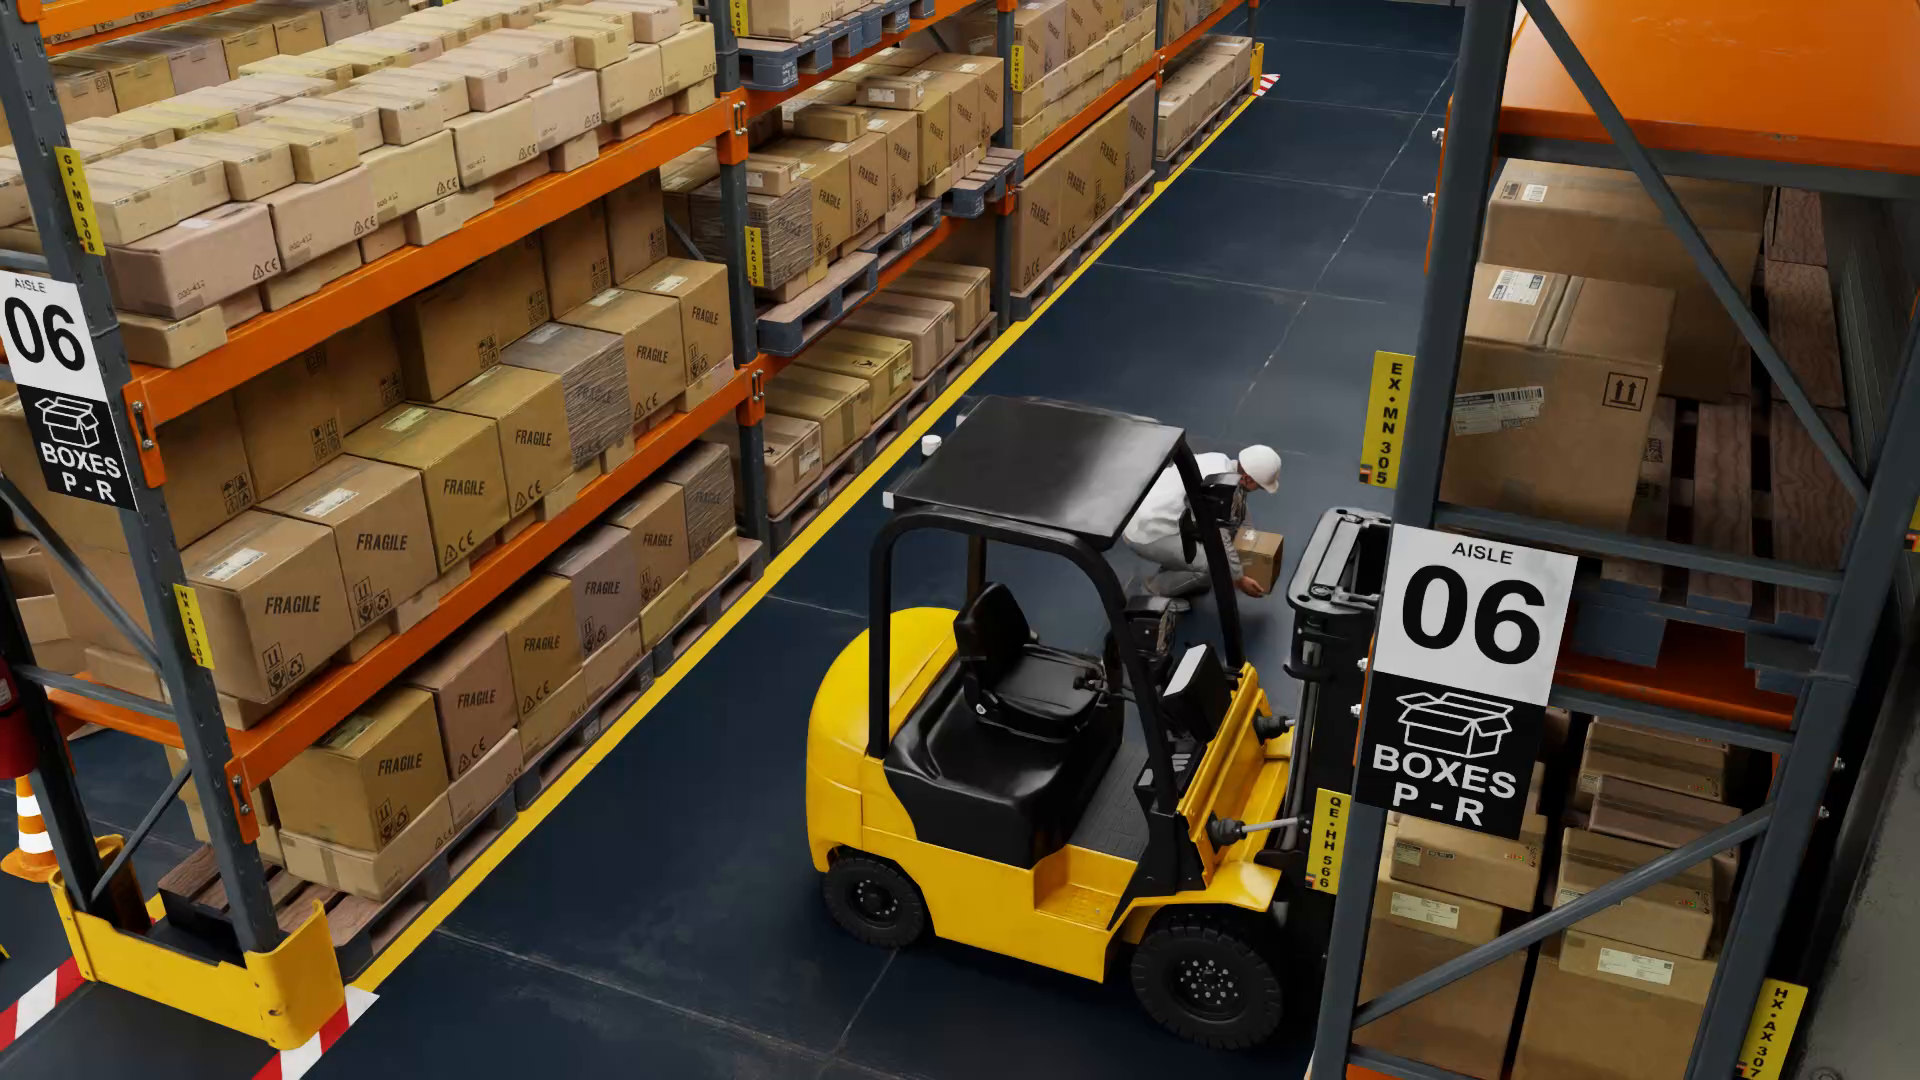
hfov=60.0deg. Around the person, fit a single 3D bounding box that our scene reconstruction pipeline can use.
[{"bbox_3d":[1.339,-0.106,9.347,0.867,1.009,0.541,11,31,19],"label":"person"}]
